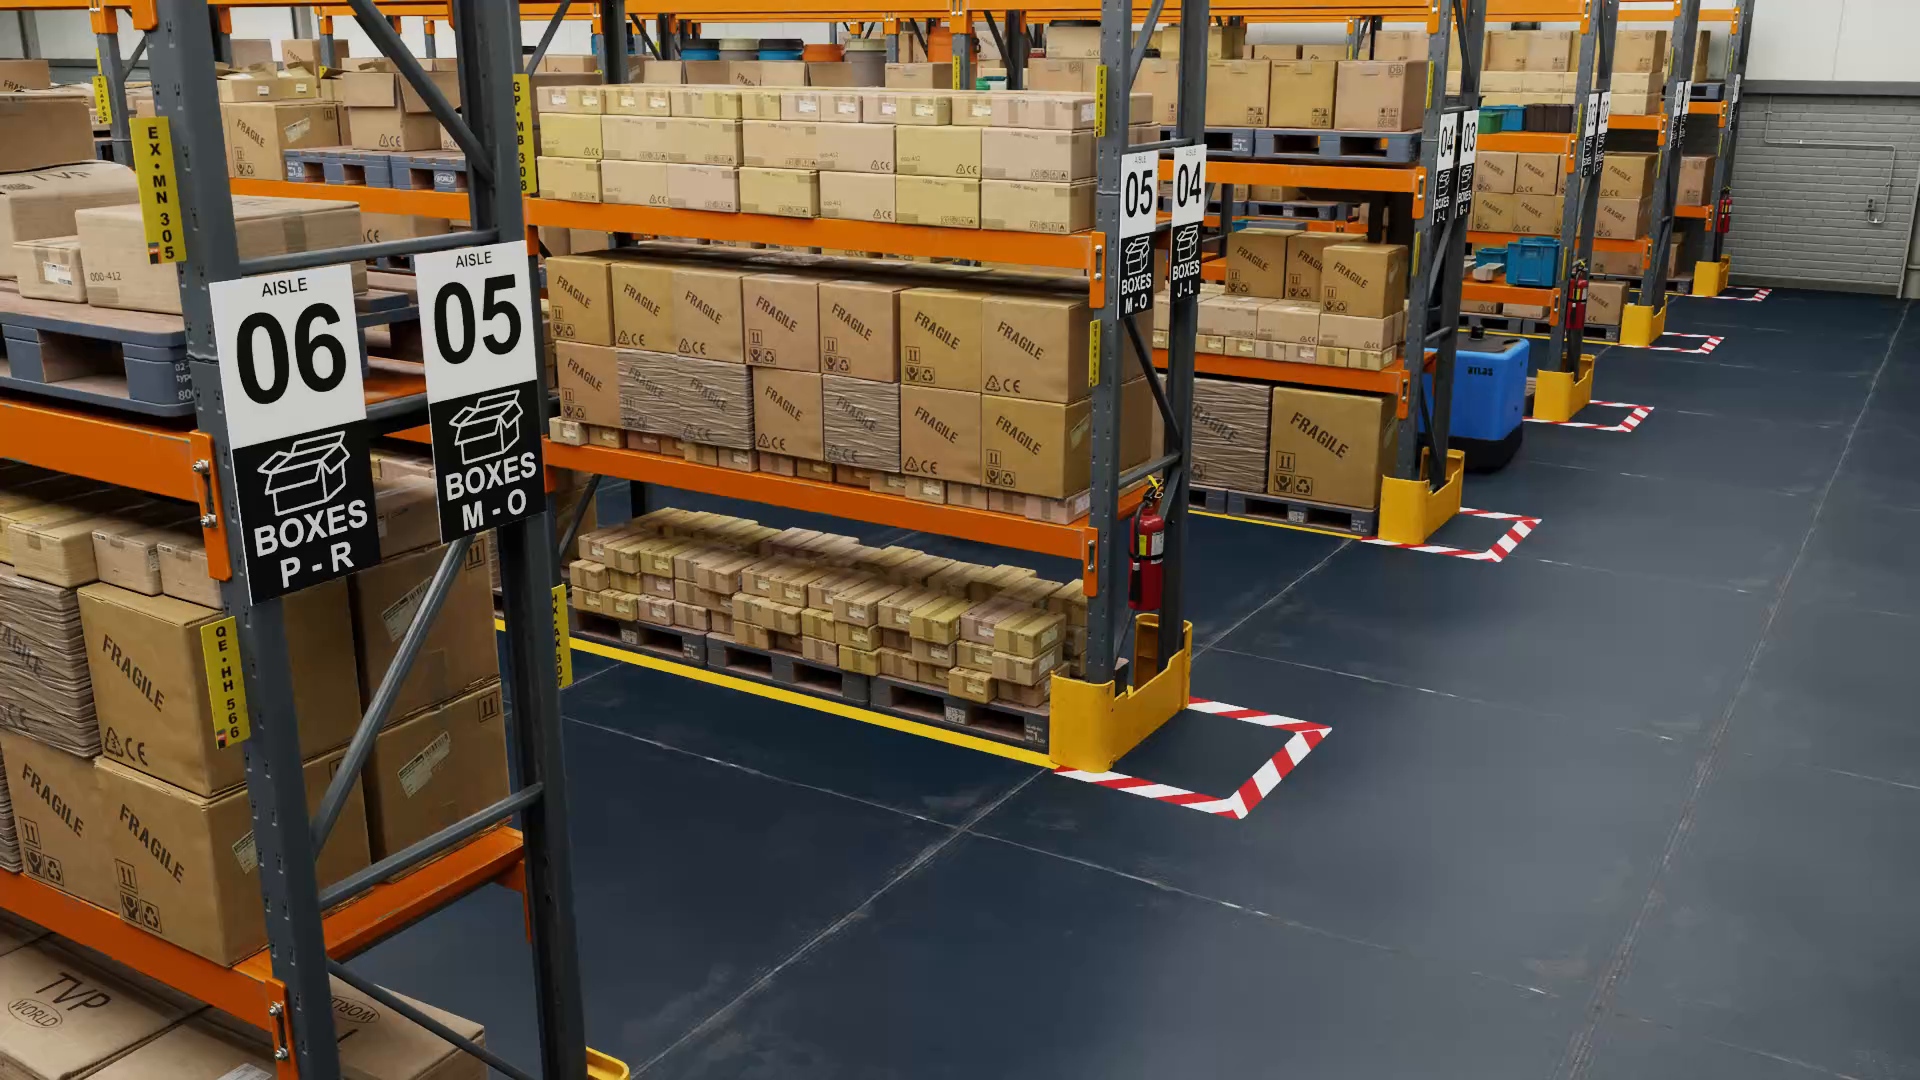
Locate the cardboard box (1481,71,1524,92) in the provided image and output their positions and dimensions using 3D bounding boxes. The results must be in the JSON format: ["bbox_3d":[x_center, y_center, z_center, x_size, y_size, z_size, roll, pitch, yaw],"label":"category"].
[{"bbox_3d":[6.991,-5.861,21.252,0.500,0.250,0.500,10,20,30],"label":"cardboard box"}]

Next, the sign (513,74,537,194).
[{"bbox_3d":[-1.236,-1.137,4.661,0.005,0.325,0.100,10,20,30],"label":"sign"}]

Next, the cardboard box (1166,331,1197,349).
[{"bbox_3d":[1.877,-1.648,13.578,0.250,0.149,0.380,11,20,31],"label":"cardboard box"}]

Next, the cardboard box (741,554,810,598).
[{"bbox_3d":[-1.122,0.221,10.153,0.250,0.149,0.380,9,19,28],"label":"cardboard box"}]

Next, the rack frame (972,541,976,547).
[{"bbox_3d":[0.150,-0.476,12.641,0.008,1.050,0.200,10,20,30],"label":"rack frame"}]

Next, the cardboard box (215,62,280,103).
[{"bbox_3d":[-4.966,-3.179,11.536,0.258,0.266,0.396,10,20,30],"label":"cardboard box"}]

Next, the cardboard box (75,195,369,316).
[{"bbox_3d":[-1.962,-0.767,4.448,0.500,0.250,0.500,8,19,25],"label":"cardboard box"}]

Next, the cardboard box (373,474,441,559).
[{"bbox_3d":[-1.689,-0.068,4.935,0.250,0.149,0.380,11,20,31],"label":"cardboard box"}]

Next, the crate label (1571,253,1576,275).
[{"bbox_3d":[6.209,-2.857,17.312,0.303,0.233,0.416,10,20,30],"label":"crate label"}]

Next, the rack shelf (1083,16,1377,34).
[{"bbox_3d":[3.730,-7.263,23.236,4.000,0.370,1.077,10,20,30],"label":"rack shelf"}]

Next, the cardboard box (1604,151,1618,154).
[{"bbox_3d":[8.153,-4.753,21.474,0.500,0.500,0.500,10,20,31],"label":"cardboard box"}]

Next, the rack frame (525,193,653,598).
[{"bbox_3d":[-2.435,-0.958,10.876,0.127,3.000,1.000,10,20,30],"label":"rack frame"}]

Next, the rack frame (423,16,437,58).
[{"bbox_3d":[-7.387,-8.094,24.044,0.127,3.000,1.000,10,20,30],"label":"rack frame"}]

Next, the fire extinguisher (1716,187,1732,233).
[{"bbox_3d":[11.319,-4.891,24.595,0.183,0.674,0.296,10,20,30],"label":"fire extinguisher"}]

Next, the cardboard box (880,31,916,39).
[{"bbox_3d":[-1.158,-9.365,31.464,0.500,0.500,0.500,11,20,32],"label":"cardboard box"}]

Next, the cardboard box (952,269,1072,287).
[{"bbox_3d":[0.296,-1.228,9.358,0.500,0.500,0.500,11,20,32],"label":"cardboard box"}]

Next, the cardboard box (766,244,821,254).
[{"bbox_3d":[-1.419,-2.992,15.673,0.637,0.503,0.797,11,20,32],"label":"cardboard box"}]

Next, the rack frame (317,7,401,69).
[{"bbox_3d":[-6.571,-6.259,18.003,0.127,3.000,1.000,10,20,30],"label":"rack frame"}]

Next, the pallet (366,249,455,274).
[{"bbox_3d":[-5.995,-3.144,18.401,1.213,0.211,1.003,10,20,30],"label":"pallet"}]

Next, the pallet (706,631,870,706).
[{"bbox_3d":[-0.801,0.655,10.363,1.213,0.211,1.003,10,20,30],"label":"pallet"}]

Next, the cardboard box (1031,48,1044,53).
[{"bbox_3d":[1.630,-8.650,30.140,0.500,0.500,0.500,14,22,38],"label":"cardboard box"}]

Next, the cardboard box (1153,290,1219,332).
[{"bbox_3d":[1.791,-1.874,13.637,0.500,0.250,0.500,10,20,30],"label":"cardboard box"}]

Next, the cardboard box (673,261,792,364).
[{"bbox_3d":[-1.316,-1.339,9.723,0.500,0.500,0.500,10,20,31],"label":"cardboard box"}]

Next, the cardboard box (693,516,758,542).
[{"bbox_3d":[-1.542,-0.025,10.962,0.250,0.149,0.380,10,20,30],"label":"cardboard box"}]

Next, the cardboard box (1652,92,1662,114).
[{"bbox_3d":[8.538,-5.521,20.991,0.500,0.250,0.500,10,20,30],"label":"cardboard box"}]

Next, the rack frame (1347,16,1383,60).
[{"bbox_3d":[5.434,-7.495,22.072,0.127,3.000,1.000,10,20,30],"label":"rack frame"}]

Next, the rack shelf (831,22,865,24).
[{"bbox_3d":[-0.498,-9.898,31.225,4.000,0.370,1.077,10,20,30],"label":"rack shelf"}]

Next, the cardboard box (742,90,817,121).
[{"bbox_3d":[-0.990,-2.399,9.170,0.250,0.149,0.380,9,19,28],"label":"cardboard box"}]

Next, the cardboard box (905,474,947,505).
[{"bbox_3d":[-0.096,-0.324,9.219,0.250,0.149,0.380,11,20,32],"label":"cardboard box"}]

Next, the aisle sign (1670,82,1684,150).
[{"bbox_3d":[8.740,-5.174,20.279,0.004,0.787,0.394,10,20,30],"label":"aisle sign"}]

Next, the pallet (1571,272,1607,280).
[{"bbox_3d":[9.674,-4.197,26.335,1.213,0.211,1.003,10,20,30],"label":"pallet"}]

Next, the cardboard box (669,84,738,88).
[{"bbox_3d":[-1.565,-2.708,10.185,0.250,0.149,0.380,10,20,30],"label":"cardboard box"}]

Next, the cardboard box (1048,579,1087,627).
[{"bbox_3d":[0.704,0.365,9.679,0.250,0.149,0.380,9,19,28],"label":"cardboard box"}]

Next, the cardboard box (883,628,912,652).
[{"bbox_3d":[-0.245,0.516,9.691,0.250,0.149,0.380,10,19,29],"label":"cardboard box"}]

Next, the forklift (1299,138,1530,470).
[{"bbox_3d":[3.711,-2.321,15.479,3.031,2.935,1.130,9,19,28],"label":"forklift"}]

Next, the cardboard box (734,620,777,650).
[{"bbox_3d":[-1.166,0.527,10.168,0.250,0.149,0.380,10,19,29],"label":"cardboard box"}]

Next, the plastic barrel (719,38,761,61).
[{"bbox_3d":[-2.874,-6.167,21.999,0.600,0.901,0.600,0,17,0],"label":"plastic barrel"}]

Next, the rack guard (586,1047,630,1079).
[{"bbox_3d":[-1.511,2.091,5.137,0.348,0.500,1.175,10,20,30],"label":"rack guard"}]

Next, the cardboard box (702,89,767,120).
[{"bbox_3d":[-1.219,-2.436,9.290,0.250,0.149,0.380,11,20,33],"label":"cardboard box"}]

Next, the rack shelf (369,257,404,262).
[{"bbox_3d":[-8.275,-3.348,19.981,4.000,0.370,1.077,10,20,30],"label":"rack shelf"}]

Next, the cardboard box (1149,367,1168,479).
[{"bbox_3d":[1.534,-1.099,14.270,0.875,0.875,0.875,10,20,30],"label":"cardboard box"}]

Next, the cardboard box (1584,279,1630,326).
[{"bbox_3d":[8.250,-3.052,21.312,0.500,0.500,0.500,10,20,30],"label":"cardboard box"}]

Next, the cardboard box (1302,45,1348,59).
[{"bbox_3d":[5.043,-6.451,22.730,0.600,0.600,0.600,8,19,25],"label":"cardboard box"}]

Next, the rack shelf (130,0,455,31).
[{"bbox_3d":[-3.236,-1.748,5.078,4.000,0.370,1.077,10,20,30],"label":"rack shelf"}]

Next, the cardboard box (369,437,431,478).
[{"bbox_3d":[-4.091,-0.531,11.757,0.500,0.250,0.500,9,19,28],"label":"cardboard box"}]

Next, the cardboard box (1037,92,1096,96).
[{"bbox_3d":[0.608,-2.292,8.818,0.250,0.149,0.380,11,20,32],"label":"cardboard box"}]

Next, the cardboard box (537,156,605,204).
[{"bbox_3d":[-2.179,-2.186,10.014,0.500,0.250,0.500,11,20,33],"label":"cardboard box"}]

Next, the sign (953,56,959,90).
[{"bbox_3d":[-0.029,-3.869,13.865,0.005,0.325,0.100,10,20,30],"label":"sign"}]

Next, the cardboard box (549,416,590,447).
[{"bbox_3d":[-2.365,-0.714,10.503,0.250,0.149,0.380,11,20,32],"label":"cardboard box"}]

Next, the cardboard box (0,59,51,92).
[{"bbox_3d":[-7.472,-3.494,12.995,0.500,0.500,0.500,10,20,30],"label":"cardboard box"}]

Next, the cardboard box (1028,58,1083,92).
[{"bbox_3d":[0.945,-3.799,14.000,0.500,0.500,0.700,9,19,27],"label":"cardboard box"}]

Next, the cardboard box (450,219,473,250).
[{"bbox_3d":[-5.045,-3.398,18.006,0.637,0.503,0.797,13,21,36],"label":"cardboard box"}]

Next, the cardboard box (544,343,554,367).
[{"bbox_3d":[-2.878,-1.193,10.846,0.250,0.149,0.380,11,20,32],"label":"cardboard box"}]

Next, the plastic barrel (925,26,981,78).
[{"bbox_3d":[-0.088,-5.761,20.064,0.708,0.830,0.600,10,20,30],"label":"plastic barrel"}]

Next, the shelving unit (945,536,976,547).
[{"bbox_3d":[0.046,-0.494,12.702,0.252,1.050,0.215,10,20,30],"label":"shelving unit"}]

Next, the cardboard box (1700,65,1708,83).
[{"bbox_3d":[10.938,-7.027,25.058,0.500,0.250,0.500,11,20,33],"label":"cardboard box"}]
